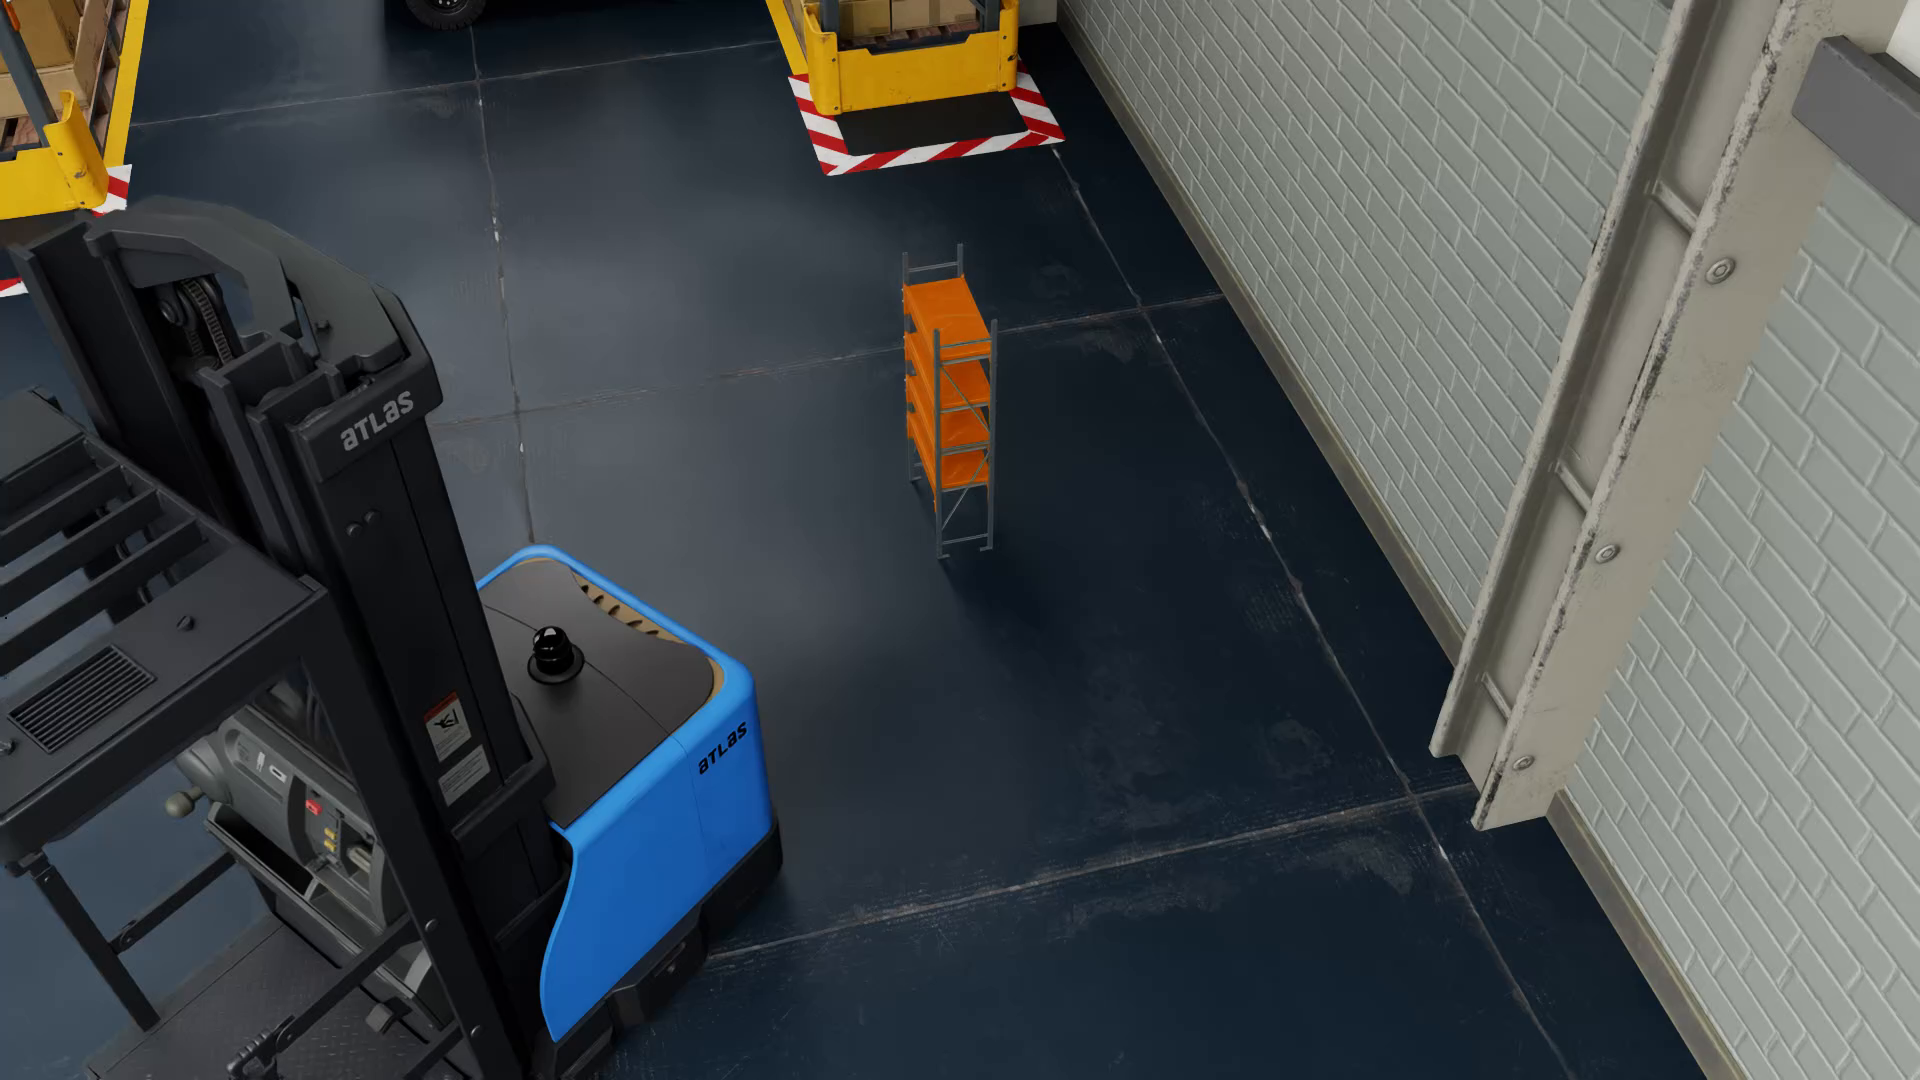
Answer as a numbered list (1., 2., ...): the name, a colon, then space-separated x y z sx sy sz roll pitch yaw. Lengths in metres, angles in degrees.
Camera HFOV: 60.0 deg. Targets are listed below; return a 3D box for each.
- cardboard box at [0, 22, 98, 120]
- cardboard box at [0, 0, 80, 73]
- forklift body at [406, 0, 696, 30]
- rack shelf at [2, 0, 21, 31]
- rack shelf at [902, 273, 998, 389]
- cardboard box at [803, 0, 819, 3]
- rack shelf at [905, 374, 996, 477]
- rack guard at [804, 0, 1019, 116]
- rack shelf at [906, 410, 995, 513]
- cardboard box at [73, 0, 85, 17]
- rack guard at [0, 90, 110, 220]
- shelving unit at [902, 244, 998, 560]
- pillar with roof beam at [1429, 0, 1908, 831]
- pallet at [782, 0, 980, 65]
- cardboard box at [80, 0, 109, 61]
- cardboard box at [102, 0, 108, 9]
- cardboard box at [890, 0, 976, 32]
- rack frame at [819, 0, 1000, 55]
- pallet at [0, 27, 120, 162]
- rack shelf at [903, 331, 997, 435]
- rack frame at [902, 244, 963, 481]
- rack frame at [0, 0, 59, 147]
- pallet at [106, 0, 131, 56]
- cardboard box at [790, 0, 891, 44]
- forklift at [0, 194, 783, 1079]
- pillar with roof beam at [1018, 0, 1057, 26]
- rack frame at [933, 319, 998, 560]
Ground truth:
1. cardboard box: -5.010 -2.547 9.028 0.500 0.250 0.500 -11 47 -11
2. cardboard box: -5.016 -2.826 8.776 0.500 0.500 0.500 -12 47 -12
3. forklift body: -2.522 -4.343 9.751 2.313 2.155 1.214 -11 47 -10
4. rack shelf: -5.582 -3.884 9.210 1.077 0.370 4.000 -11 47 -10
5. rack shelf: -0.042 -0.809 6.404 0.258 0.148 0.480 -11 47 -10
6. cardboard box: -0.700 -3.303 9.419 0.500 0.250 0.500 -11 47 -11
7. rack shelf: -0.042 -0.487 6.732 0.258 0.148 0.480 -11 47 -10
8. rack guard: -0.267 -2.773 9.369 1.175 0.500 0.348 -11 47 -10
9. rack shelf: -0.042 -0.348 6.874 0.258 0.148 0.480 -11 47 -10
10. cardboard box: -5.154 -3.186 9.129 0.500 0.500 0.500 -12 47 -12
11. rack guard: -5.090 -1.932 8.544 1.175 0.500 0.348 -11 47 -10
12. shelving unit: -0.042 -0.534 6.684 0.258 1.200 0.503 -11 47 -10
13. pillar with roof beam: -2.206 -1.481 2.151 9.100 9.000 0.400 -11 47 -10
14. pallet: -0.509 -3.209 9.998 1.003 0.211 1.213 -11 47 -10
15. cardboard box: -5.133 -2.901 9.374 0.500 0.250 0.500 -9 46 -9
16. cardboard box: -5.285 -3.275 9.741 0.500 0.250 0.500 -8 46 -8
17. cardboard box: -0.210 -3.224 9.692 0.500 0.250 0.500 -11 47 -10
18. rack frame: -0.273 -3.665 8.492 1.000 3.000 0.127 -11 47 -10
19. pallet: -5.264 -2.399 9.204 1.003 0.211 1.213 -11 47 -10
20. rack shelf: -0.042 -0.644 6.572 0.258 0.148 0.480 -11 47 -10
21. rack frame: -0.105 -0.703 6.849 0.240 1.200 0.015 -11 47 -10
22. rack frame: -5.070 -2.755 7.600 1.000 3.000 0.127 -11 47 -10
23. pallet: -5.572 -3.239 10.027 1.003 0.211 1.213 -11 47 -10
24. cardboard box: -0.699 -3.116 9.585 0.500 0.250 0.500 -10 46 -10
25. forklift: -1.912 0.759 4.204 1.130 2.935 3.031 29 52 25
26. pillar with roof beam: -3.742 -5.623 6.211 9.100 9.000 0.400 -11 47 -10
27. rack frame: 0.020 -0.366 6.519 0.240 1.200 0.015 -11 47 -10
